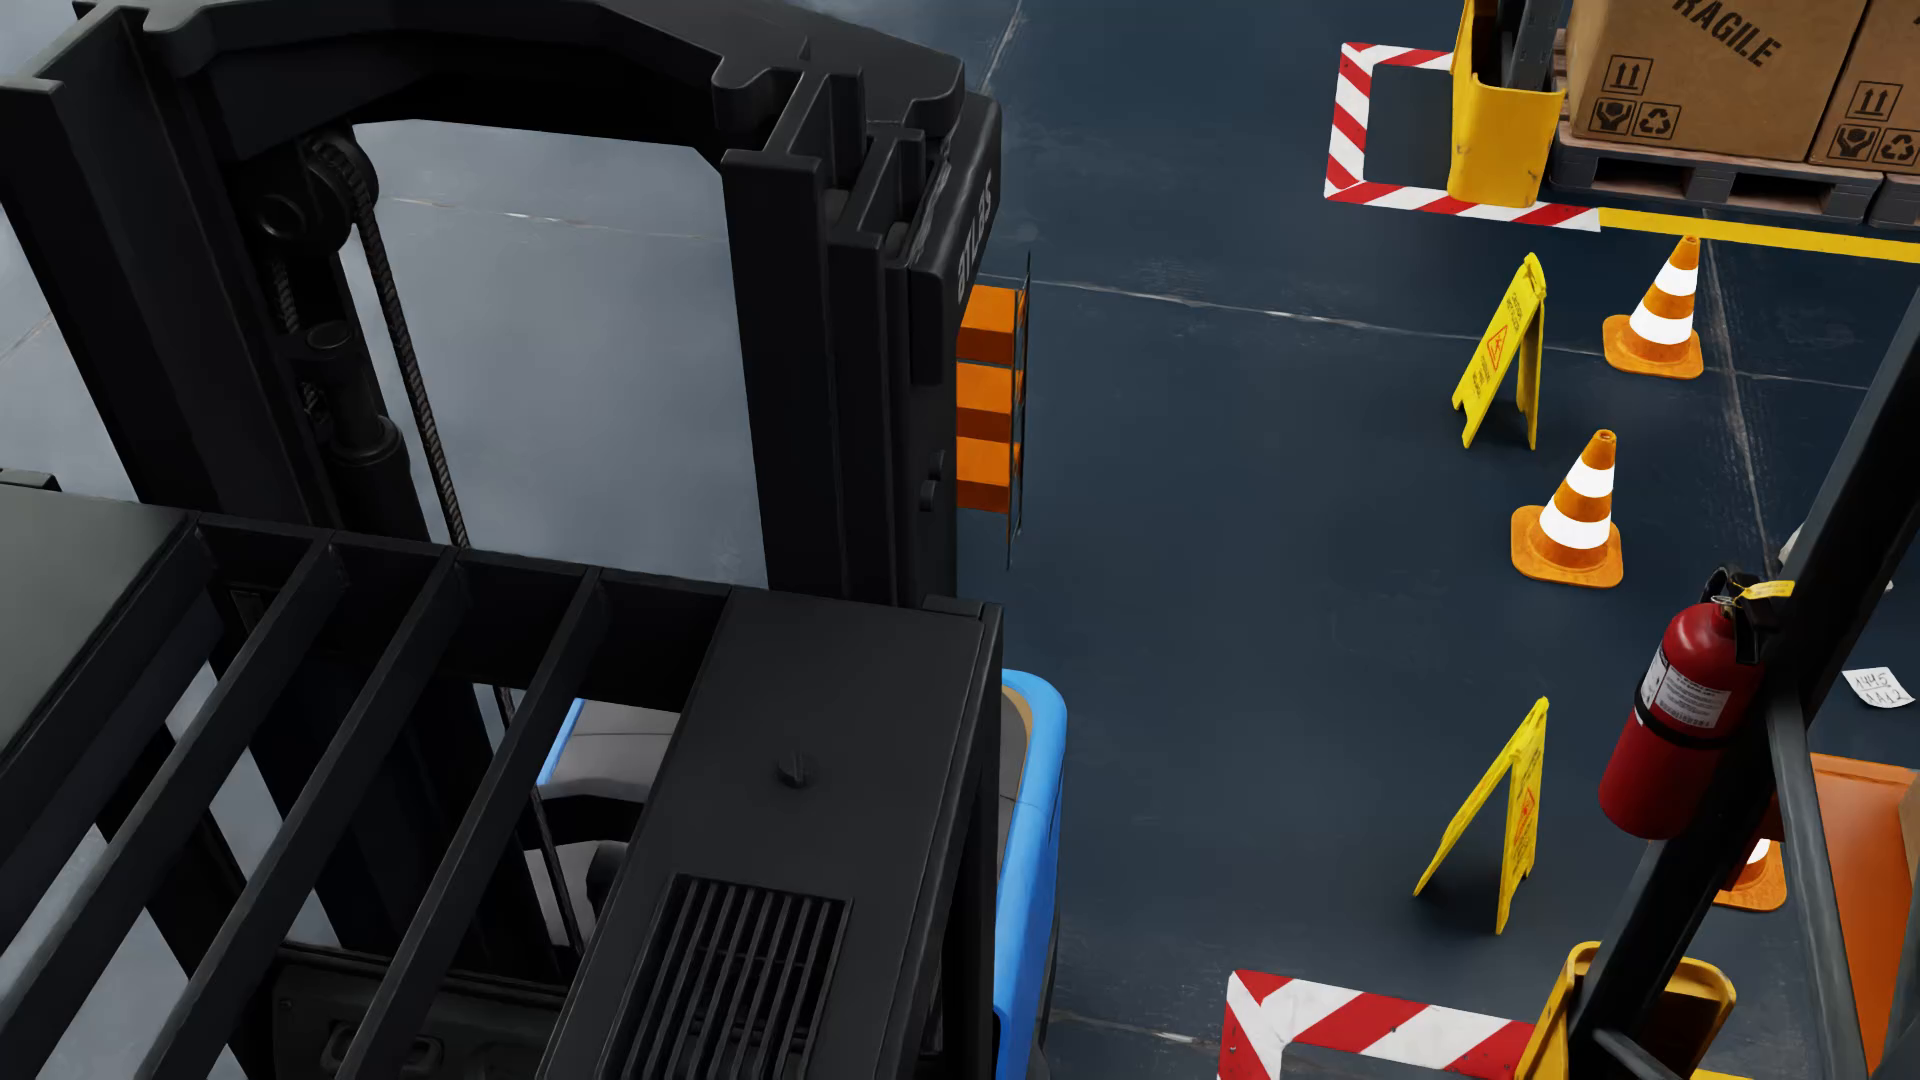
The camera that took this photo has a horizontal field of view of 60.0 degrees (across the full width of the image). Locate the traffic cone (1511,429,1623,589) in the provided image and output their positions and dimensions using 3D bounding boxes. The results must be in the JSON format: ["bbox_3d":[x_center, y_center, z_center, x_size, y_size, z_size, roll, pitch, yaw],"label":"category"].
[{"bbox_3d":[1.902,-0.142,5.063,0.334,0.463,0.336,9,45,9],"label":"traffic cone"}]

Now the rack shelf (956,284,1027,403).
[{"bbox_3d":[0.052,-0.567,4.688,0.240,0.259,0.215,9,45,9],"label":"rack shelf"}]

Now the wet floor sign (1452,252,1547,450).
[{"bbox_3d":[1.812,-0.626,5.436,0.232,0.644,0.267,2,44,2],"label":"wet floor sign"}]

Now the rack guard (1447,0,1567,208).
[{"bbox_3d":[2.249,-1.913,6.877,0.348,0.500,1.175,9,45,9],"label":"rack guard"}]

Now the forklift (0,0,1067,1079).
[{"bbox_3d":[-0.546,0.940,2.160,1.130,2.935,3.031,7,44,8],"label":"forklift"}]

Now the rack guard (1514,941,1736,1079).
[{"bbox_3d":[1.365,1.467,3.365,0.348,0.500,1.175,9,45,9],"label":"rack guard"}]

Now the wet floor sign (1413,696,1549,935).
[{"bbox_3d":[1.339,0.650,4.109,0.232,0.644,0.267,24,49,23],"label":"wet floor sign"}]

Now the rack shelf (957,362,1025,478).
[{"bbox_3d":[0.052,-0.363,4.885,0.240,0.259,0.215,9,45,9],"label":"rack shelf"}]

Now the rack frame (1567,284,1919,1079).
[{"bbox_3d":[1.290,0.557,2.508,0.053,2.616,0.949,9,45,9],"label":"rack frame"}]

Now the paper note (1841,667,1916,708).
[{"bbox_3d":[2.648,0.421,4.791,0.142,0.019,0.148,-5,44,-5],"label":"paper note"}]

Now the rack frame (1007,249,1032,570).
[{"bbox_3d":[0.171,-0.352,4.858,0.008,1.050,0.200,9,45,9],"label":"rack frame"}]

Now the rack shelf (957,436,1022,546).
[{"bbox_3d":[0.052,-0.162,5.078,0.240,0.259,0.215,9,45,9],"label":"rack shelf"}]

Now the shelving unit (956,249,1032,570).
[{"bbox_3d":[0.052,-0.370,4.877,0.252,1.050,0.215,9,45,9],"label":"shelving unit"}]

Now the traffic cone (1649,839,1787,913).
[{"bbox_3d":[1.992,0.661,4.230,0.334,0.463,0.336,9,45,9],"label":"traffic cone"}]

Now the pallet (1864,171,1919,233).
[{"bbox_3d":[4.257,-1.551,6.709,1.213,0.211,1.003,9,45,9],"label":"pallet"}]

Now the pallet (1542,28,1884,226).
[{"bbox_3d":[3.070,-1.737,6.903,1.213,0.211,1.003,9,45,9],"label":"pallet"}]

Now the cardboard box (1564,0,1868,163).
[{"bbox_3d":[2.949,-2.138,6.538,0.875,0.875,0.875,9,45,9],"label":"cardboard box"}]

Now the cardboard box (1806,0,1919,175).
[{"bbox_3d":[3.808,-2.006,6.401,0.875,0.875,0.875,8,45,8],"label":"cardboard box"}]

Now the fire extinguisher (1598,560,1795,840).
[{"bbox_3d":[1.279,0.254,2.879,0.183,0.674,0.296,9,45,9],"label":"fire extinguisher"}]

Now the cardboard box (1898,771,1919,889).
[{"bbox_3d":[1.702,0.557,2.689,0.250,0.149,0.380,10,45,10],"label":"cardboard box"}]

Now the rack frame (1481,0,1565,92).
[{"bbox_3d":[2.273,-2.810,6.007,0.127,3.000,1.000,9,45,9],"label":"rack frame"}]

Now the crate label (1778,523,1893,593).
[{"bbox_3d":[2.683,0.053,5.096,0.298,0.136,0.250,-12,45,-12],"label":"crate label"}]

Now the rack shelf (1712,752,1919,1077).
[{"bbox_3d":[3.242,1.117,2.445,4.000,0.370,1.077,9,45,9],"label":"rack shelf"}]

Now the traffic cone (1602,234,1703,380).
[{"bbox_3d":[2.481,-0.855,5.805,0.334,0.463,0.336,9,45,9],"label":"traffic cone"}]
